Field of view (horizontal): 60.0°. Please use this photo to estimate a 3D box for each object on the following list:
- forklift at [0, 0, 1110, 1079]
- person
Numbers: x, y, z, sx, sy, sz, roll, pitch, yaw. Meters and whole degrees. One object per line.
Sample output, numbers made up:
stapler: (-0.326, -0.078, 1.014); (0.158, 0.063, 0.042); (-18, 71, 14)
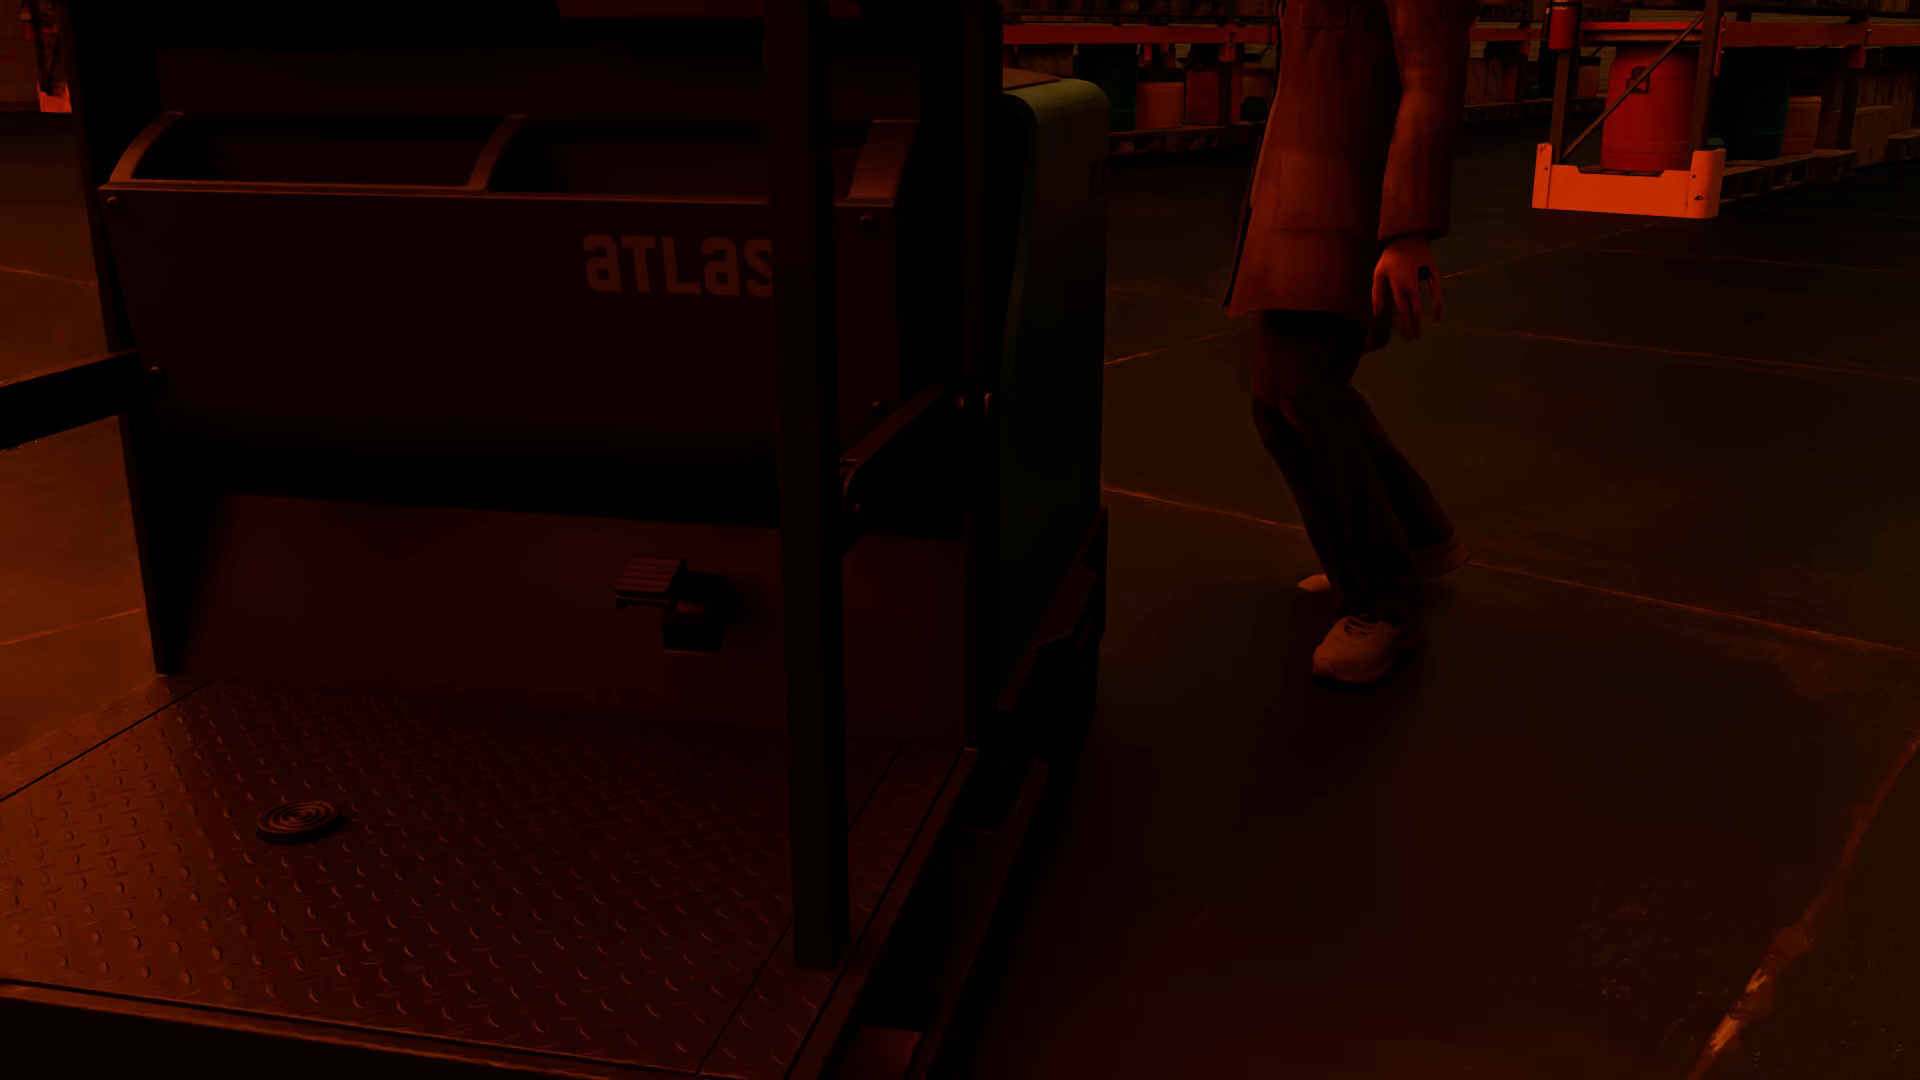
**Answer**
forklift: (-0.549, -0.794, 1.513); (1.130, 2.935, 3.031); (4, 17, 12)
person: (0.797, -0.650, 3.235); (0.584, 1.738, 0.935); (1, 17, 3)
